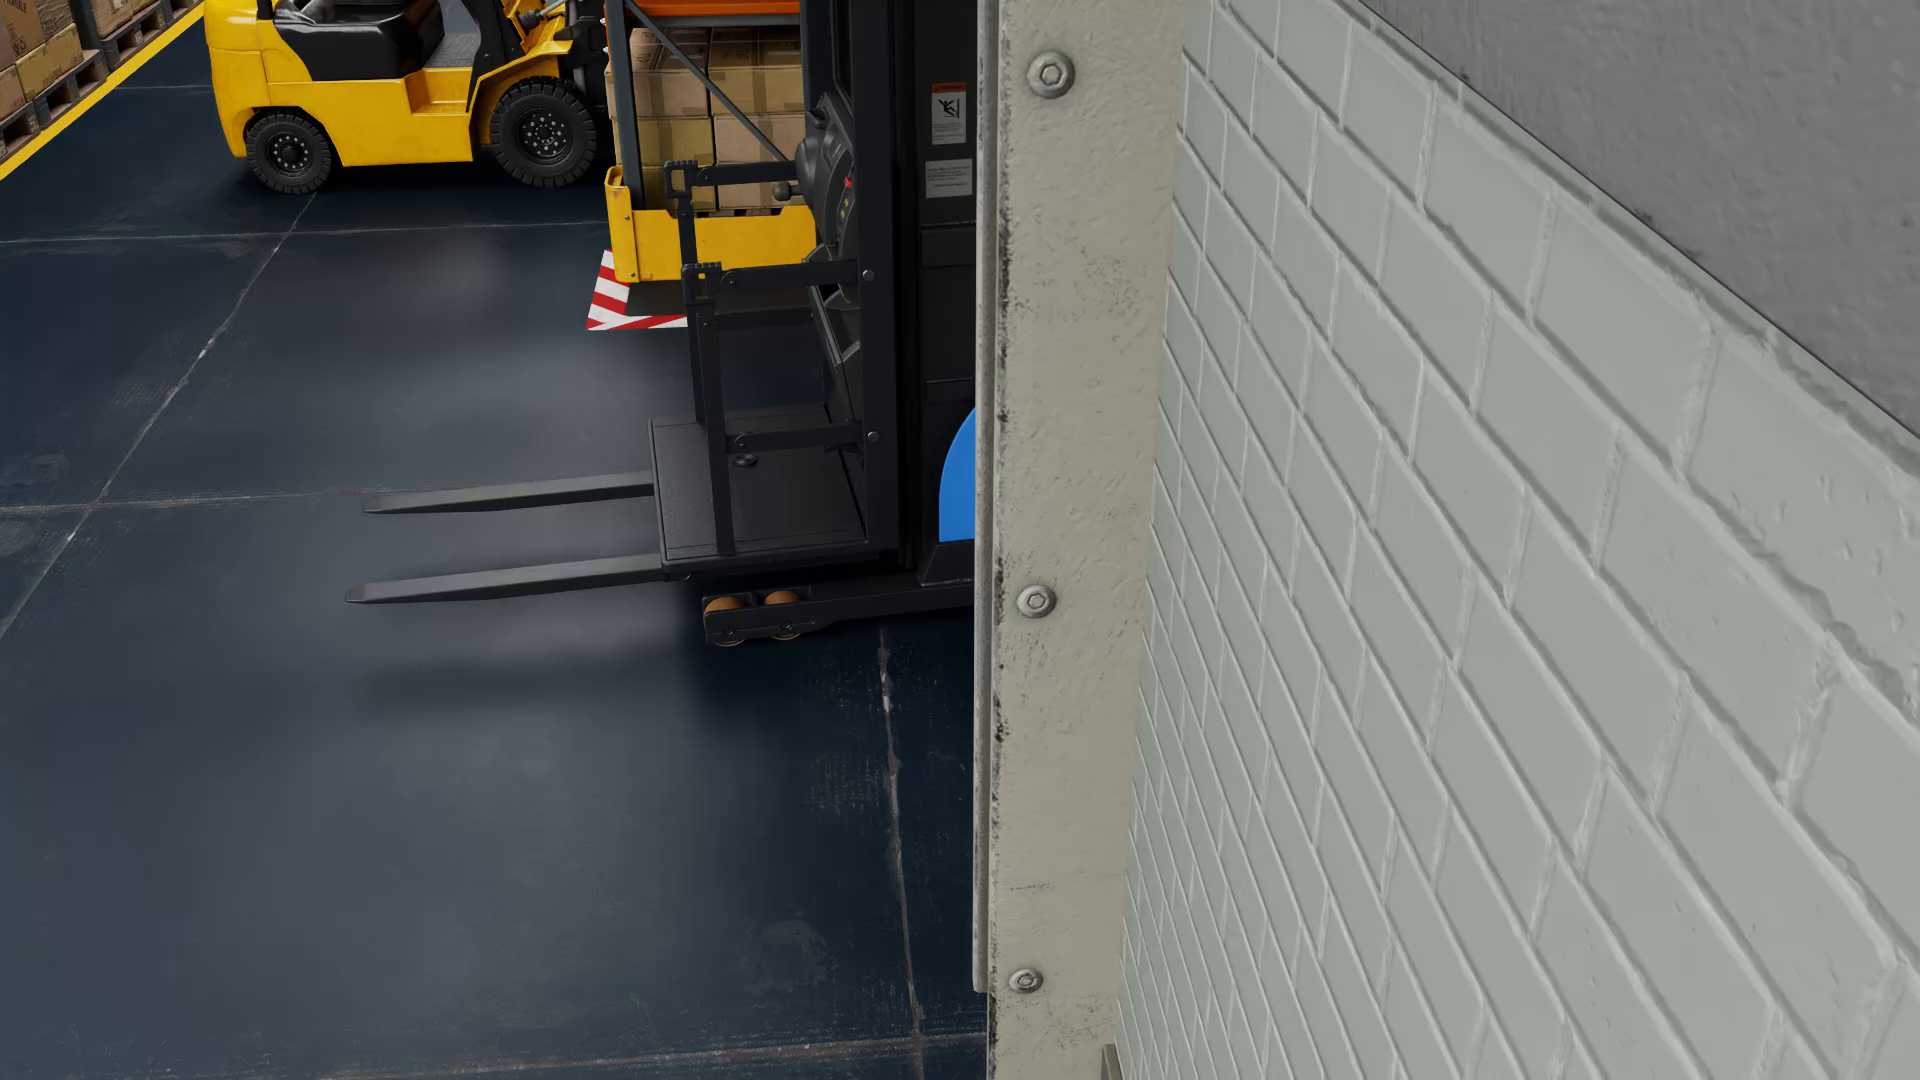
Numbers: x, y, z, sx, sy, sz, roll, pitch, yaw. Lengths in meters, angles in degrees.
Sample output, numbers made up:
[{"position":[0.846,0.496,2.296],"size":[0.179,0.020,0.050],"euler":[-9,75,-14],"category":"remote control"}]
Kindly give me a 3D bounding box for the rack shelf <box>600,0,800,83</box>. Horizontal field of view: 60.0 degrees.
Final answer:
[{"position":[-1.375,-3.432,9.772],"size":[1.077,0.370,4.000],"euler":[-3,31,-5],"category":"rack shelf"}]

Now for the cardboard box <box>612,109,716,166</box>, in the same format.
[{"position":[-1.545,-2.168,8.738],"size":[0.500,0.250,0.500],"euler":[-3,31,-5],"category":"cardboard box"}]

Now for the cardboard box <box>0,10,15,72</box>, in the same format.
[{"position":[-6.083,-3.035,9.946],"size":[0.500,0.500,0.500],"euler":[-1,31,-2],"category":"cardboard box"}]

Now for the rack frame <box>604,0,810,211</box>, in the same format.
[{"position":[-1.188,-2.720,7.878],"size":[1.000,3.000,0.127],"euler":[-3,31,-5],"category":"rack frame"}]

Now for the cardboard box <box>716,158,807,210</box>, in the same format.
[{"position":[-1.040,-1.980,8.911],"size":[0.500,0.250,0.500],"euler":[-3,31,-4],"category":"cardboard box"}]

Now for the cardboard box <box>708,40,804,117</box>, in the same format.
[{"position":[-1.045,-2.403,8.645],"size":[0.500,0.250,0.500],"euler":[-3,31,-5],"category":"cardboard box"}]

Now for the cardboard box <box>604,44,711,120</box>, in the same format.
[{"position":[-1.542,-2.369,8.588],"size":[0.500,0.250,0.500],"euler":[-2,31,-3],"category":"cardboard box"}]

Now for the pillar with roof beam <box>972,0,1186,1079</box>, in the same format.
[{"position":[-4.082,-2.424,1.534],"size":[9.100,9.000,0.400],"euler":[-3,31,-5],"category":"pillar with roof beam"}]

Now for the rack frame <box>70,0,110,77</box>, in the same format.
[{"position":[-6.504,-4.522,10.896],"size":[1.000,3.000,0.127],"euler":[-3,31,-5],"category":"rack frame"}]

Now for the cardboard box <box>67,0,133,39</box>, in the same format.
[{"position":[-6.555,-3.842,11.910],"size":[0.950,0.372,0.625],"euler":[-2,31,-4],"category":"cardboard box"}]

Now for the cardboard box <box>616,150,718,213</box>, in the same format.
[{"position":[-1.547,-1.944,8.852],"size":[0.500,0.250,0.500],"euler":[-3,31,-4],"category":"cardboard box"}]

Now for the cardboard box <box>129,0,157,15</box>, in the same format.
[{"position":[-6.626,-4.209,12.524],"size":[0.950,0.372,0.625],"euler":[-1,31,-1],"category":"cardboard box"}]

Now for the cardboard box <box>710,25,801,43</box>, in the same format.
[{"position":[-1.095,-2.658,9.072],"size":[0.500,0.250,0.500],"euler":[-3,31,-5],"category":"cardboard box"}]

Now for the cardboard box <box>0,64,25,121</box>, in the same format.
[{"position":[-6.078,-2.702,10.120],"size":[0.500,0.250,0.500],"euler":[-2,31,-4],"category":"cardboard box"}]

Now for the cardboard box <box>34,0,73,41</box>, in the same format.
[{"position":[-6.181,-3.555,10.817],"size":[0.500,0.500,0.500],"euler":[-3,31,-5],"category":"cardboard box"}]

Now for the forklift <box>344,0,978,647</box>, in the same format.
[{"position":[-0.616,-1.192,5.388],"size":[3.031,2.935,1.130],"euler":[-6,31,-10],"category":"forklift"}]

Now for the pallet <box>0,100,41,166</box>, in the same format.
[{"position":[-6.289,-2.360,9.995],"size":[1.003,0.211,1.213],"euler":[-3,31,-5],"category":"pallet"}]

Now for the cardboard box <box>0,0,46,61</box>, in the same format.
[{"position":[-6.132,-3.295,10.382],"size":[0.500,0.500,0.500],"euler":[-2,31,-4],"category":"cardboard box"}]

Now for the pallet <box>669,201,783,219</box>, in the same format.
[{"position":[-1.302,-1.911,9.244],"size":[1.003,0.211,1.213],"euler":[-3,31,-5],"category":"pallet"}]

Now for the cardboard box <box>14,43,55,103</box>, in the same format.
[{"position":[-6.121,-2.962,10.555],"size":[0.500,0.250,0.500],"euler":[-4,31,-6],"category":"cardboard box"}]

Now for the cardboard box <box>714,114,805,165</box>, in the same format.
[{"position":[-1.026,-2.184,8.766],"size":[0.500,0.250,0.500],"euler":[-2,31,-4],"category":"cardboard box"}]

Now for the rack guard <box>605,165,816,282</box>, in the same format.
[{"position":[-1.186,-1.634,8.499],"size":[1.175,0.500,0.348],"euler":[-3,31,-5],"category":"rack guard"}]

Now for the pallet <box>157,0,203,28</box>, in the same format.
[{"position":[-6.695,-4.347,13.322],"size":[1.003,0.211,1.213],"euler":[-3,31,-5],"category":"pallet"}]

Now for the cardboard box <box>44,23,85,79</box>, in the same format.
[{"position":[-6.181,-3.233,11.010],"size":[0.500,0.250,0.500],"euler":[-1,31,-2],"category":"cardboard box"}]

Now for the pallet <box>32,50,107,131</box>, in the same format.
[{"position":[-6.406,-2.984,11.040],"size":[1.003,0.211,1.213],"euler":[-3,31,-5],"category":"pallet"}]

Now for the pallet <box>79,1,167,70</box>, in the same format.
[{"position":[-6.578,-3.723,12.276],"size":[1.003,0.211,1.213],"euler":[-3,31,-5],"category":"pallet"}]

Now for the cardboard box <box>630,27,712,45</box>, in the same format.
[{"position":[-1.596,-2.629,9.024],"size":[0.500,0.250,0.500],"euler":[-2,31,-4],"category":"cardboard box"}]

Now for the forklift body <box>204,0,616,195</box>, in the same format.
[{"position":[-3.182,-3.236,9.570],"size":[2.313,2.155,1.214],"euler":[-3,31,-5],"category":"forklift body"}]
